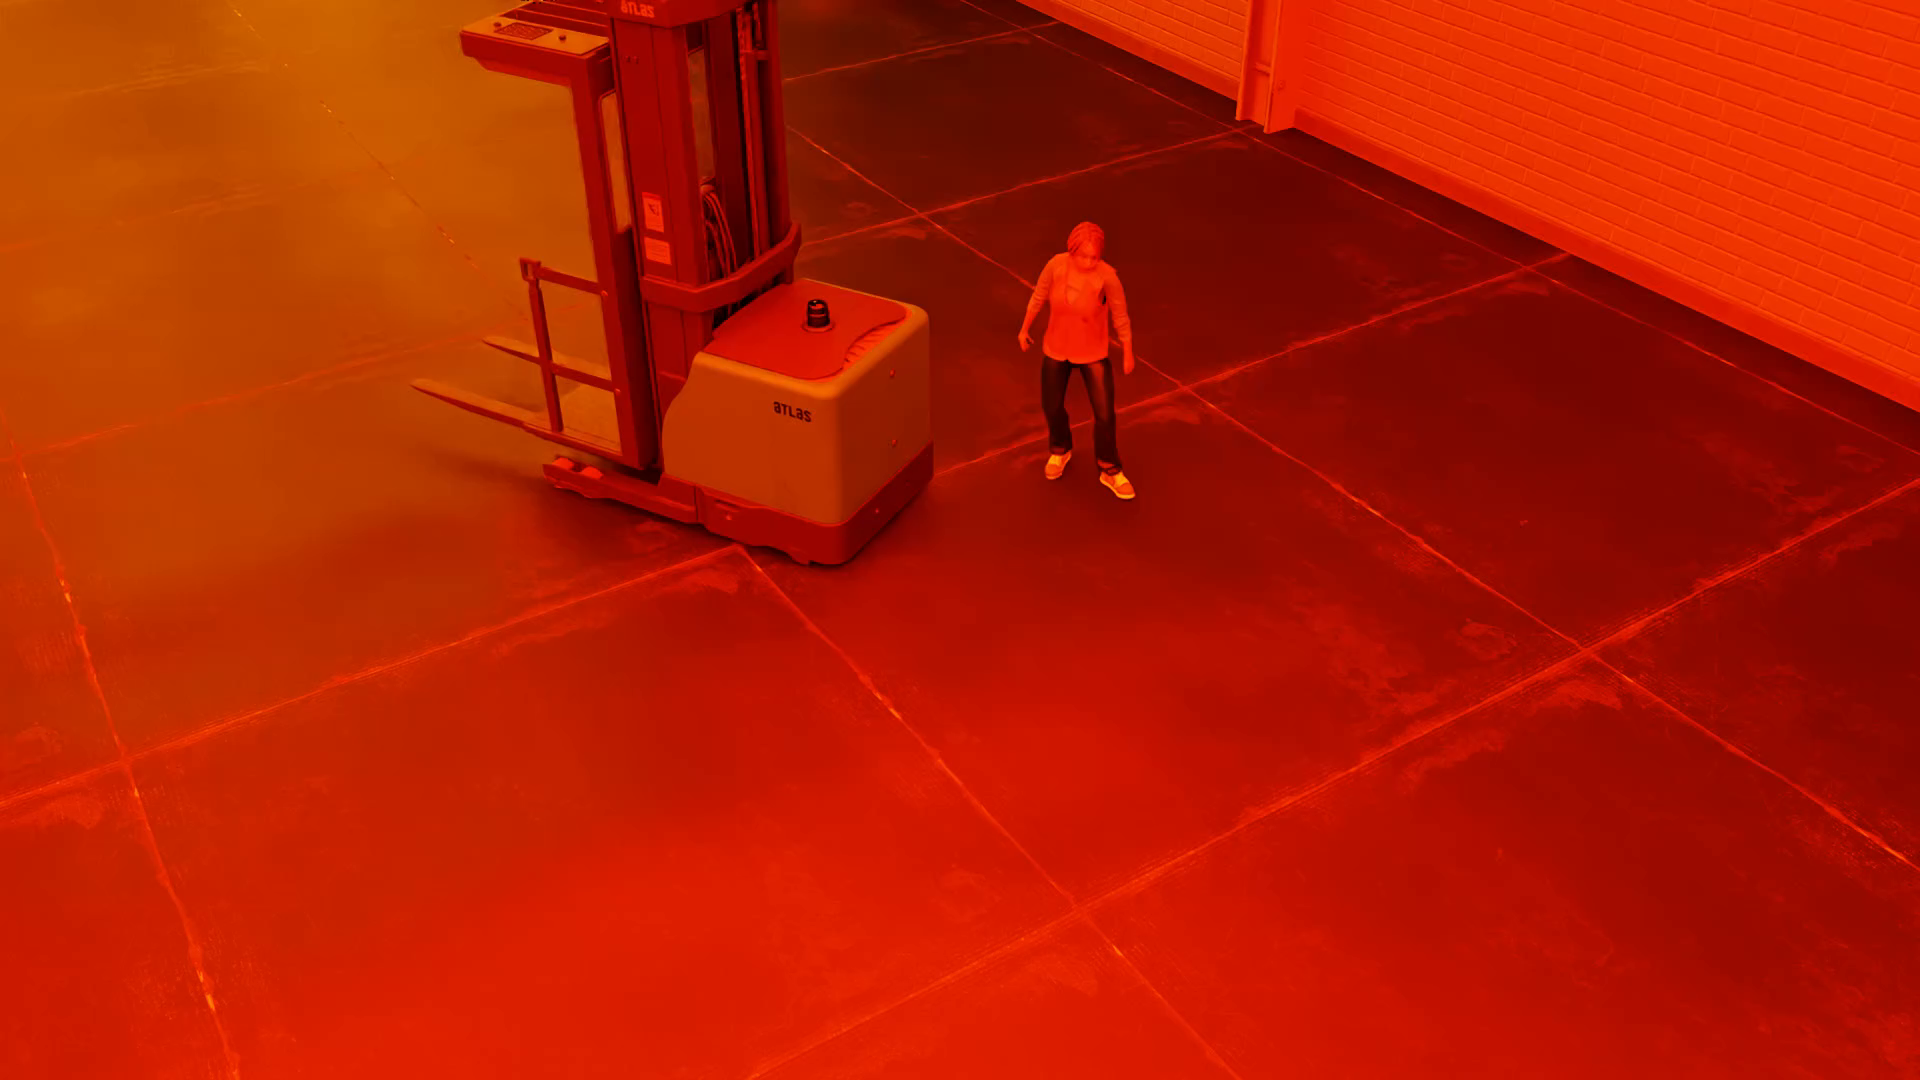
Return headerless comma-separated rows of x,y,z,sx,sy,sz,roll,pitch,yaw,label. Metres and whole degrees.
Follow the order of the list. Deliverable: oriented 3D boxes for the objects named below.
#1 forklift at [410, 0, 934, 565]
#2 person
-1.687,-1.672,8.527,3.031,2.935,1.130,17,39,23,forklift
0.638,-0.976,8.752,0.740,1.570,0.401,14,37,18,person
